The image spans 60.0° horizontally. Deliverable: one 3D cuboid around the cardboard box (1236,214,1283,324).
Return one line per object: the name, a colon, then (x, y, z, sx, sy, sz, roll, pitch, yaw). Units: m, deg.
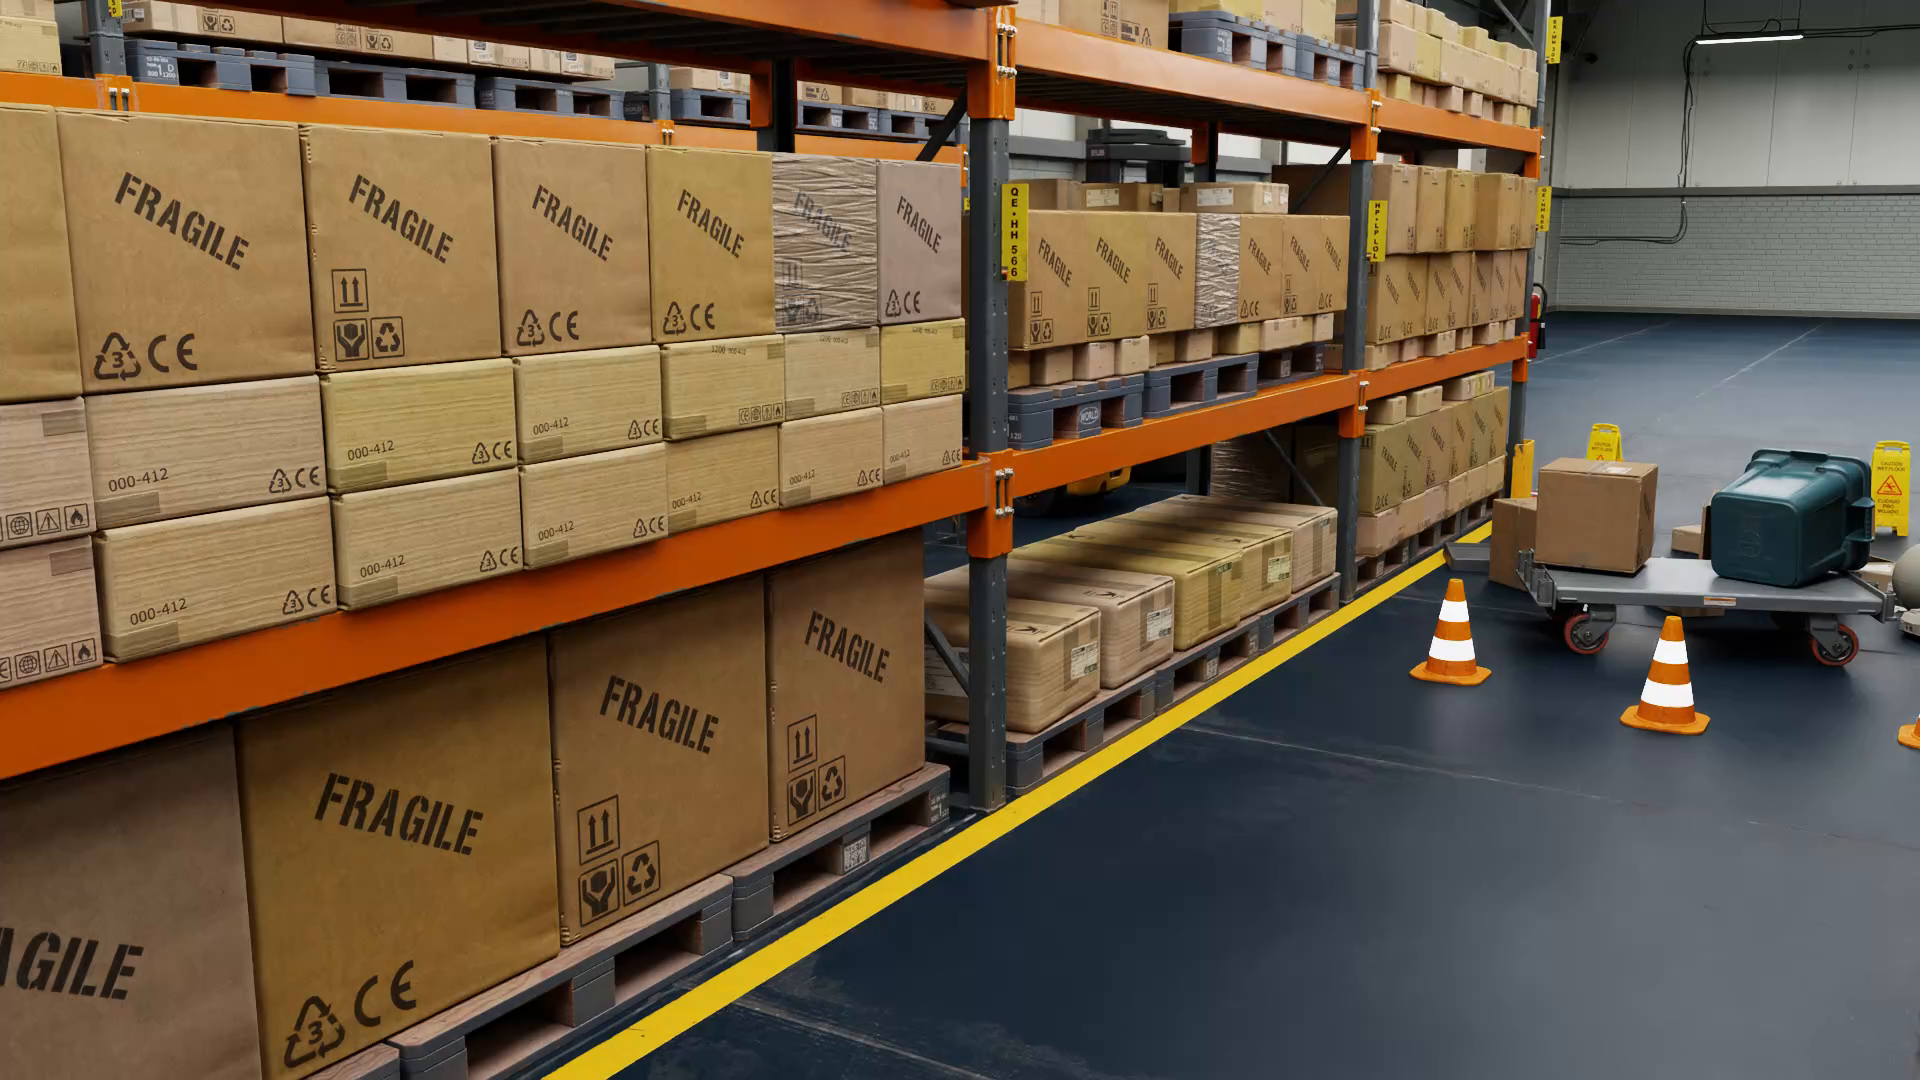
cardboard box: (1.215, -1.309, 7.988, 0.500, 0.500, 0.500, 7, 13, 33)

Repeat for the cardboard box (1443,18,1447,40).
cardboard box: (2.730, -3.089, 10.080, 0.380, 0.149, 0.250, 6, 12, 29)

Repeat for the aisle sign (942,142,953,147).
aisle sign: (-0.095, -3.523, 14.973, 0.394, 0.787, 0.004, 6, 12, 31)

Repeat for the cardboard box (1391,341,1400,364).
cardboard box: (2.424, -1.145, 10.018, 0.380, 0.149, 0.250, 6, 12, 30)

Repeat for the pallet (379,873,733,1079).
pallet: (-1.397, 1.147, 4.668, 1.003, 0.211, 1.213, 6, 12, 31)

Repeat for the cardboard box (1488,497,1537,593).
cardboard box: (3.507, 0.028, 9.852, 0.500, 0.500, 0.500, -4, 11, -18)

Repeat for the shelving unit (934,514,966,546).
shelving unit: (-0.028, -0.508, 11.227, 0.215, 1.050, 0.252, 6, 12, 31)

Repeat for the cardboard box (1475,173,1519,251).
cardboard box: (3.340, -2.206, 11.205, 0.700, 0.500, 0.500, 6, 12, 30)

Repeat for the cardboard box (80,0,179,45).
cardboard box: (-4.376, -2.800, 9.015, 0.500, 0.250, 0.500, 6, 12, 31)

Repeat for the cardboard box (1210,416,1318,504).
cardboard box: (1.866, -0.503, 10.196, 0.500, 0.500, 0.500, 6, 12, 30)

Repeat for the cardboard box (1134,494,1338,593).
cardboard box: (1.518, 0.007, 9.178, 0.950, 0.372, 0.625, 7, 12, 31)

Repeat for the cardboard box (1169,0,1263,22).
cardboard box: (1.076, -2.503, 7.701, 0.500, 0.250, 0.500, 7, 12, 31)

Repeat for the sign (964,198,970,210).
sign: (0.077, -2.895, 14.890, 0.100, 0.325, 0.005, 6, 12, 31)

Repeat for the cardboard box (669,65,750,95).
cardboard box: (-1.816, -3.428, 12.205, 0.500, 0.311, 0.500, 7, 13, 32)

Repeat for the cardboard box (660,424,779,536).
cardboard box: (-0.857, -0.194, 4.661, 0.500, 0.250, 0.500, 6, 12, 30)

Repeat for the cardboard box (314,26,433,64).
cardboard box: (-3.420, -3.035, 9.592, 0.500, 0.500, 0.500, 7, 13, 32)

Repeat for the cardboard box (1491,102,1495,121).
cardboard box: (3.462, -2.943, 11.471, 0.380, 0.149, 0.250, 6, 12, 31)

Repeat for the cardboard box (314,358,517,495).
cardboard box: (-1.365, -0.278, 3.752, 0.500, 0.250, 0.500, 7, 12, 31)

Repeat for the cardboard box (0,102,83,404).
cardboard box: (-1.892, -0.485, 2.817, 0.500, 0.500, 0.500, 7, 12, 31)

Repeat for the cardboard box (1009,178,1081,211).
cardboard box: (0.319, -1.536, 7.439, 0.380, 0.149, 0.250, 6, 12, 28)

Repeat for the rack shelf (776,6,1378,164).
rack shelf: (0.749, -1.967, 7.526, 1.077, 0.370, 4.000, 6, 12, 31)

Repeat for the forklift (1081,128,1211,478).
forklift: (1.219, -2.182, 15.060, 1.130, 2.935, 3.031, -7, 13, -35)

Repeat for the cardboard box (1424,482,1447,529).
cardboard box: (2.865, -0.251, 10.890, 0.500, 0.250, 0.500, 6, 12, 30)

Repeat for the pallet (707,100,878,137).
pallet: (-1.402, -3.393, 13.429, 1.003, 0.211, 1.213, 6, 12, 31)

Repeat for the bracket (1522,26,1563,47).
bracket: (12.814, -11.172, 36.806, 0.076, 0.066, 4.783, 6, 12, 31)

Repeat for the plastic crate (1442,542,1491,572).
plastic crate: (3.304, 0.106, 10.585, 0.402, 0.080, 0.583, 2, 11, 11)

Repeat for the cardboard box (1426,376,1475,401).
cardboard box: (3.267, -1.036, 11.283, 0.380, 0.149, 0.250, 7, 13, 33)

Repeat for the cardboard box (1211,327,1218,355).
cardboard box: (0.990, -0.946, 7.809, 0.380, 0.149, 0.250, 6, 12, 29)

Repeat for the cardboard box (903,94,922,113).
cardboard box: (-0.550, -3.710, 14.155, 0.380, 0.149, 0.250, 6, 12, 29)

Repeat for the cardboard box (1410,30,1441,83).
cardboard box: (2.510, -2.832, 9.795, 0.500, 0.250, 0.500, 6, 12, 30)

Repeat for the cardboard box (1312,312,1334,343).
cardboard box: (1.757, -1.136, 8.828, 0.380, 0.149, 0.250, 7, 12, 32)

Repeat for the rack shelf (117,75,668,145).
rack shelf: (-3.495, -2.440, 10.056, 1.077, 0.370, 4.000, 6, 12, 31)

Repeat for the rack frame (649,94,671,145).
rack frame: (-2.457, -1.634, 11.946, 1.000, 3.000, 0.127, 6, 12, 31)

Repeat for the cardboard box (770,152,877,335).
cardboard box: (-0.593, -0.884, 4.952, 0.500, 0.500, 0.500, 7, 12, 32)

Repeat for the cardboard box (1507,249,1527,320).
cardboard box: (3.818, -1.873, 12.144, 0.500, 0.500, 0.500, 6, 12, 30)

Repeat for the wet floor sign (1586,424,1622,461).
wet floor sign: (4.878, -0.560, 12.607, 0.232, 0.644, 0.267, -8, 13, -38)

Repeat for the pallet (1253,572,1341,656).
pallet: (1.385, 0.333, 9.018, 1.003, 0.211, 1.213, 6, 12, 31)

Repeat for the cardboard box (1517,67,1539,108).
cardboard box: (3.829, -3.230, 11.920, 0.500, 0.250, 0.500, 6, 12, 30)

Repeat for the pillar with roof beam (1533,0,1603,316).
pillar with roof beam: (17.743, -9.495, 37.635, 9.100, 9.000, 0.548, 6, 12, 31)

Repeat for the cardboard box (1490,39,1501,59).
cardboard box: (3.482, -3.337, 11.408, 0.380, 0.149, 0.250, 6, 12, 31)

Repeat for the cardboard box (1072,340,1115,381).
cardboard box: (0.396, -0.728, 6.645, 0.380, 0.149, 0.250, 5, 12, 27)

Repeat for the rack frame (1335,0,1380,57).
rack frame: (1.788, -4.109, 8.864, 1.000, 3.000, 0.127, 6, 12, 31)

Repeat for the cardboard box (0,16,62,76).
cardboard box: (-4.592, -2.302, 7.769, 0.500, 0.250, 0.500, 6, 12, 29)

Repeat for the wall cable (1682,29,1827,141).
wall cable: (19.036, -10.941, 40.072, 3.097, 2.526, 0.112, 6, 12, 31)

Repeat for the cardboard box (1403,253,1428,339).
cardboard box: (2.495, -1.480, 10.041, 0.500, 0.500, 0.500, 6, 12, 30)

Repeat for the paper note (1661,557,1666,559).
paper note: (4.506, 0.133, 10.604, 0.142, 0.019, 0.148, -8, 13, -38)

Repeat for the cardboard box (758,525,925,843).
cardboard box: (-0.719, 0.407, 5.675, 0.875, 0.875, 0.875, 6, 12, 30)

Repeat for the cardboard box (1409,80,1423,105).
cardboard box: (2.541, -2.658, 9.946, 0.380, 0.149, 0.250, 7, 13, 32)

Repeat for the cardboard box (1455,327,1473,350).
cardboard box: (3.249, -1.379, 11.266, 0.380, 0.149, 0.250, 6, 12, 30)

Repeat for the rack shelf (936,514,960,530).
rack shelf: (-0.028, -0.224, 11.280, 0.215, 0.259, 0.240, 6, 12, 31)

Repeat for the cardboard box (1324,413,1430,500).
cardboard box: (2.593, -0.536, 10.375, 0.500, 0.500, 0.500, 7, 13, 33)

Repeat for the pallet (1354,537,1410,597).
pallet: (2.106, 0.101, 10.255, 1.003, 0.211, 1.213, 6, 12, 31)
